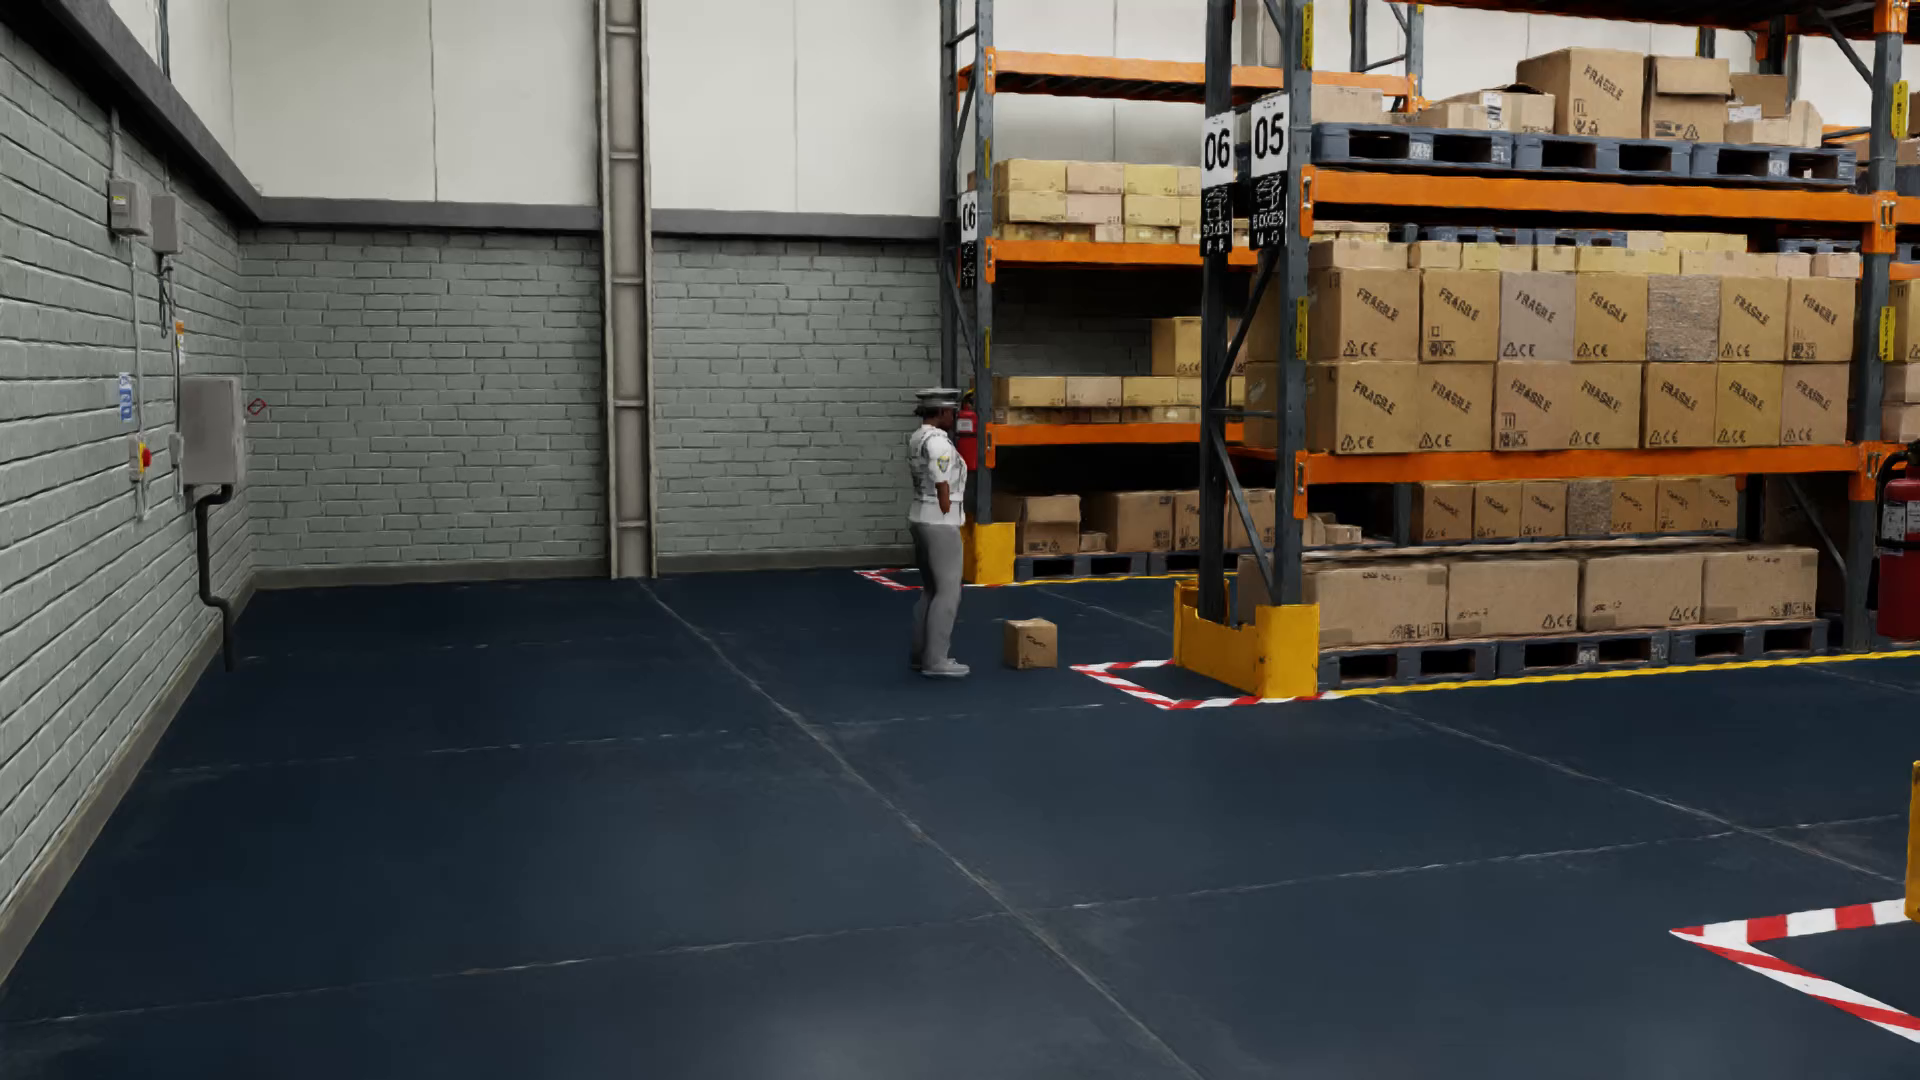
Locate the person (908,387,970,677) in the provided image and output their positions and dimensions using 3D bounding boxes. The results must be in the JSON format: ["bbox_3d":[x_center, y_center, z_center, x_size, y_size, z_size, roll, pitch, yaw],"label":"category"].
[{"bbox_3d":[-0.128,-0.054,9.643,0.340,1.658,0.438,-2,6,-18],"label":"person"}]
